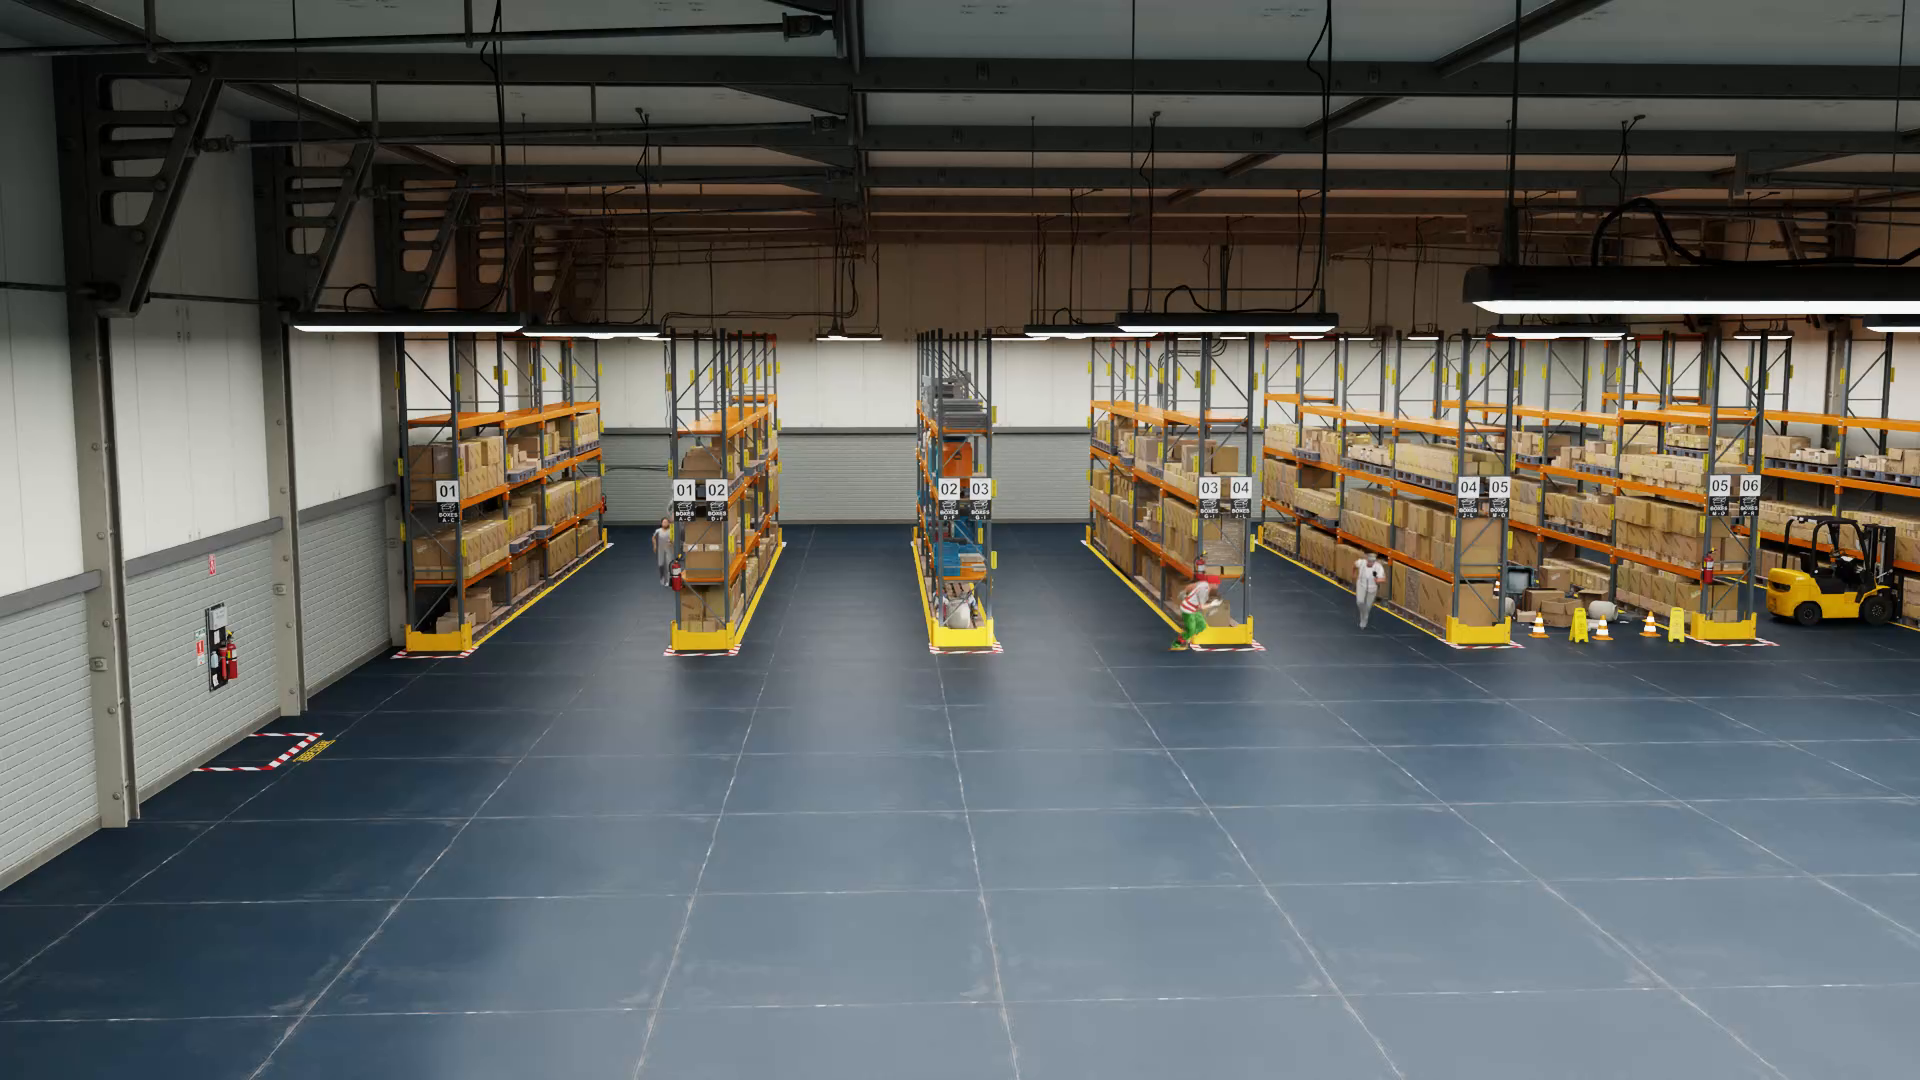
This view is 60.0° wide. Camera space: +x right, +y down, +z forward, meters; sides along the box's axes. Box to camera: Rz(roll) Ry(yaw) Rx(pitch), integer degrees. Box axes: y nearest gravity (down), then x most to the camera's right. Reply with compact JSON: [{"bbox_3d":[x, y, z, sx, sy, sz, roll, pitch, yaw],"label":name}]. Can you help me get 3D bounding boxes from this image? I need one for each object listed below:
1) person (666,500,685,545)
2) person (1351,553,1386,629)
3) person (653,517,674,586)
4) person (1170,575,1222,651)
[{"bbox_3d":[-7.889,-0.572,46.687,0.707,1.639,0.840,-4,8,-30],"label":"person"},{"bbox_3d":[8.248,0.991,33.600,0.648,1.557,1.140,1,7,10],"label":"person"},{"bbox_3d":[-6.957,0.284,39.135,0.561,1.631,0.621,-1,7,-7],"label":"person"},{"bbox_3d":[4.388,1.347,30.832,0.984,1.475,0.684,2,7,18],"label":"person"}]
